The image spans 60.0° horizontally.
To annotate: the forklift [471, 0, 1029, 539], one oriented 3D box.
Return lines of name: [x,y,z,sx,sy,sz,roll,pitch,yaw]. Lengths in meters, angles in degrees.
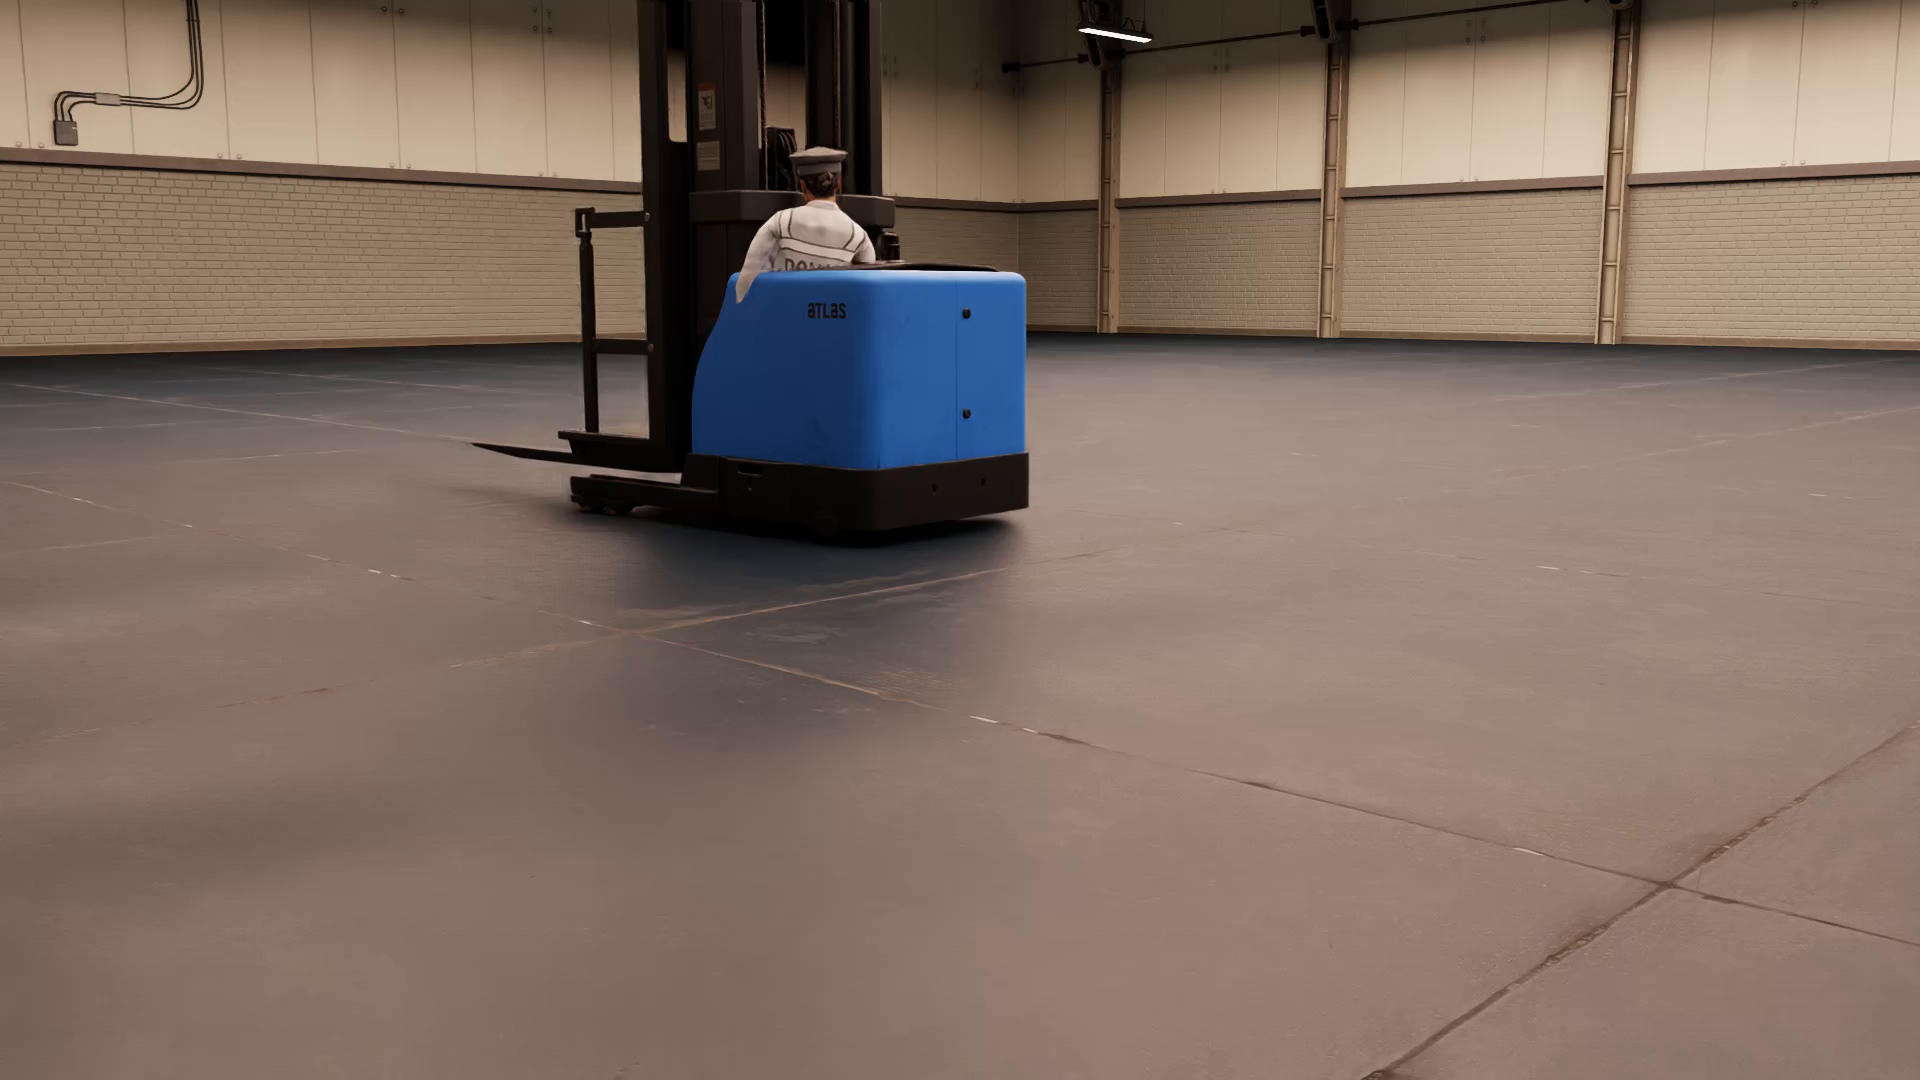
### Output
forklift: [-1.145,-1.613,7.585,3.031,2.935,1.130,7,11,41]

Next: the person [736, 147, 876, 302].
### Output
person: [-0.595,-0.871,7.039,0.720,1.519,0.658,-1,9,-9]
